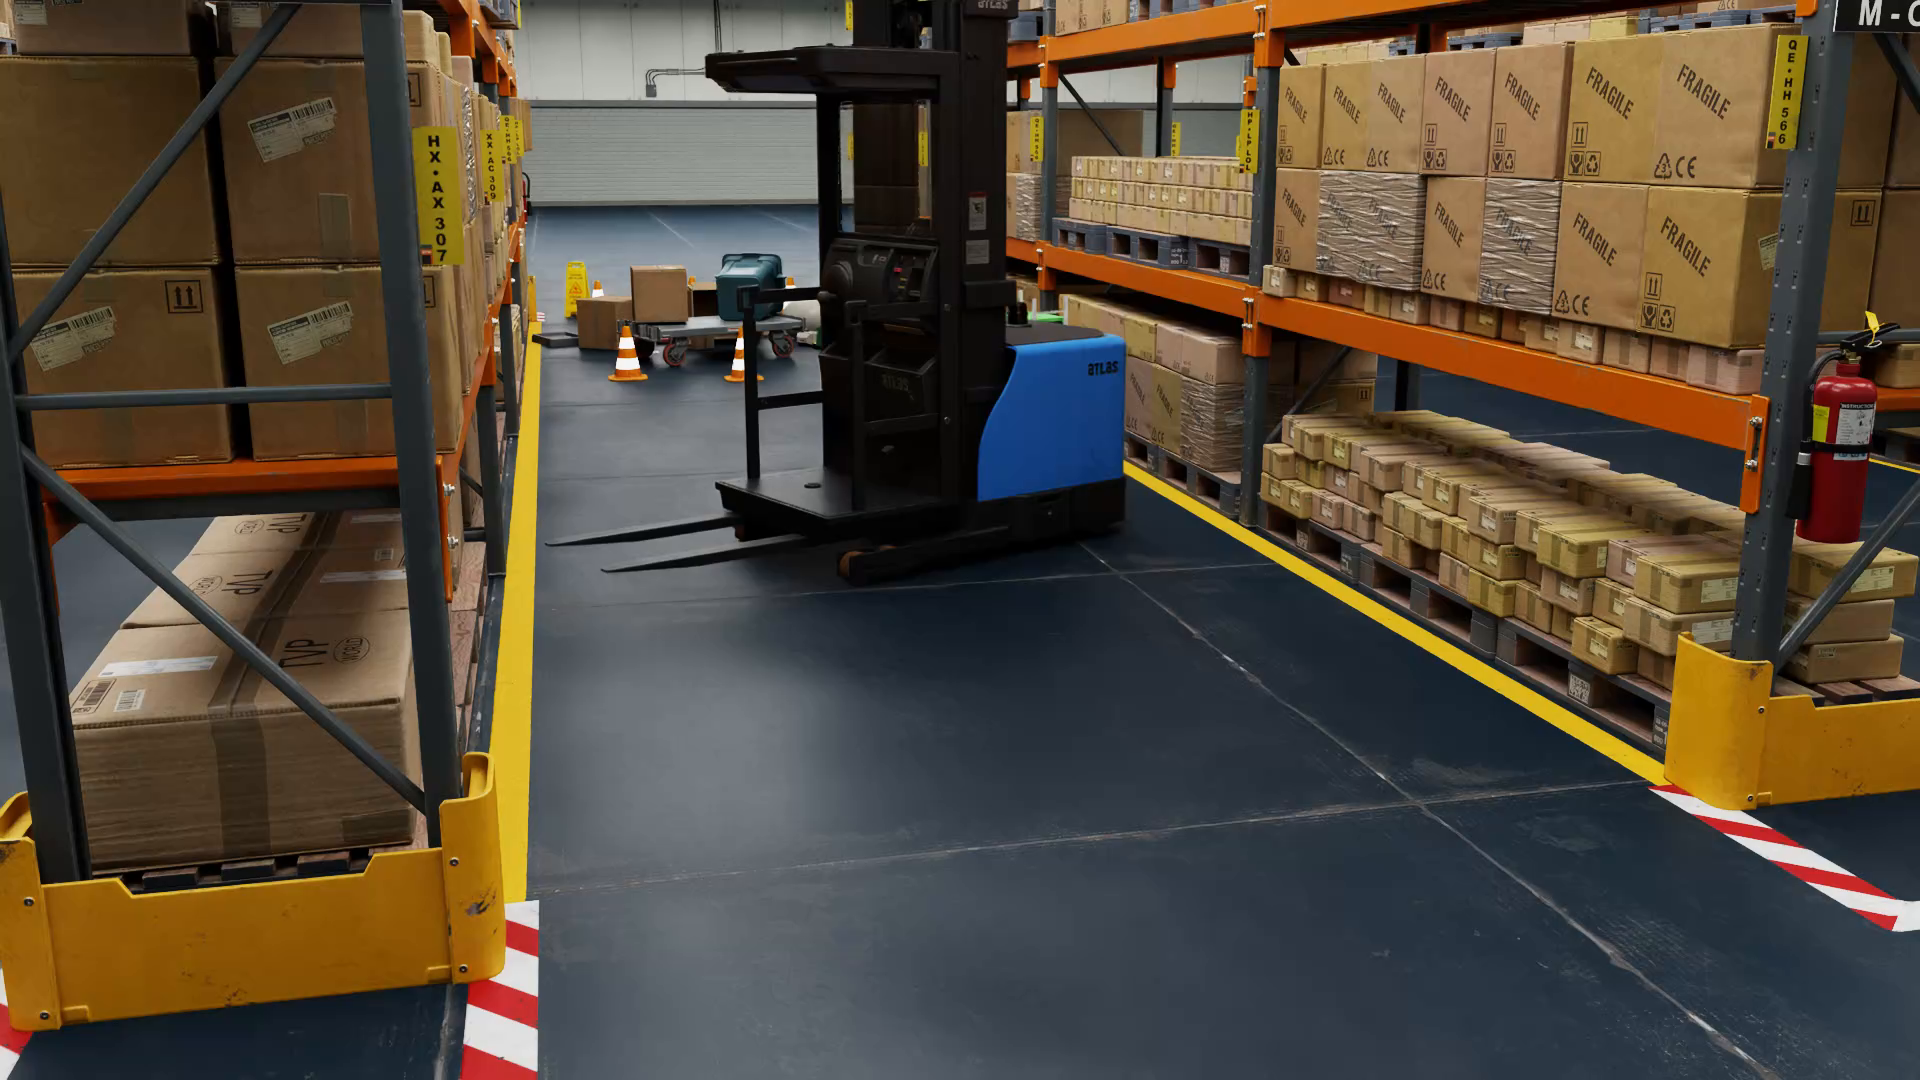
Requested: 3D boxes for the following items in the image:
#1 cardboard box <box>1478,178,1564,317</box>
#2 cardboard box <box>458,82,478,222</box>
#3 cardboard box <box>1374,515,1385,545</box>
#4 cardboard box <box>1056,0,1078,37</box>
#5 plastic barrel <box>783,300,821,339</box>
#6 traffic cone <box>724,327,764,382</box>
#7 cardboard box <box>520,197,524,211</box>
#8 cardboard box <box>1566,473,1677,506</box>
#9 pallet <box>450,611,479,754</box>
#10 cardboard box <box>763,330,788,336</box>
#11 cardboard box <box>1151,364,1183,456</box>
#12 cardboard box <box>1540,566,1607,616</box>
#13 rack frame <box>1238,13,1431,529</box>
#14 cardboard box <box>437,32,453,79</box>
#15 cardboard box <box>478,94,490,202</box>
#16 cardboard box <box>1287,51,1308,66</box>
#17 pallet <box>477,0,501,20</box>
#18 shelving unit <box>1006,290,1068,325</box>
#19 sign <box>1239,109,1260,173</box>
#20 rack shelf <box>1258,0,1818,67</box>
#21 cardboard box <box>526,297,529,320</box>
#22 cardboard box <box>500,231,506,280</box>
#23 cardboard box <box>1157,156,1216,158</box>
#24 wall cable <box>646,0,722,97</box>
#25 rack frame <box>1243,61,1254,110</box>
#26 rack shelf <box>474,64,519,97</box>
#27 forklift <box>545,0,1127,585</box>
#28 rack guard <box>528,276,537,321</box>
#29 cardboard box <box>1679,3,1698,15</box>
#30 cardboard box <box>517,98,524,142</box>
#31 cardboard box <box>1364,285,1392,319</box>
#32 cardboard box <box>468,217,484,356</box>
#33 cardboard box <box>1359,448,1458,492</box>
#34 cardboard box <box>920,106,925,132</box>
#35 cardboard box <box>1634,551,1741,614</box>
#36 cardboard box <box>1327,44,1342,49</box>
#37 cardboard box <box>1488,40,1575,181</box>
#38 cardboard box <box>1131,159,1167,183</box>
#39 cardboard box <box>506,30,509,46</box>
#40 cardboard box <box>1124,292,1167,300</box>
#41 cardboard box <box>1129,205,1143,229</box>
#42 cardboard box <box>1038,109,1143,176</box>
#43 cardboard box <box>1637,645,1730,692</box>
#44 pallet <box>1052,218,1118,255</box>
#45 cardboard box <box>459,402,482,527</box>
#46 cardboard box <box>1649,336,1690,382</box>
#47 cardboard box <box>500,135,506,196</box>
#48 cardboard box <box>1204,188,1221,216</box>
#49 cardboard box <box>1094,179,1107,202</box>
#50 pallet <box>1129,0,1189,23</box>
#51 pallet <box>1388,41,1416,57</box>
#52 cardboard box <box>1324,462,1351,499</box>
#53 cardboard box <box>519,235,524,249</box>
[{"bbox_3d":[2.395,-1.154,6.493,0.500,0.500,0.500,-3,14,-13],"label":"cardboard box"},{"bbox_3d":[-2.113,-1.466,6.290,0.500,0.500,0.500,-3,14,-12],"label":"cardboard box"},{"bbox_3d":[2.205,-0.044,7.910,0.380,0.149,0.250,-4,14,-16],"label":"cardboard box"},{"bbox_3d":[0.992,-3.841,11.797,0.500,0.500,0.500,-3,14,-13],"label":"cardboard box"},{"bbox_3d":[-1.581,-2.329,17.569,0.512,0.421,0.421,7,15,26],"label":"plastic barrel"},{"bbox_3d":[-1.919,-1.654,14.721,0.336,0.463,0.334,-3,14,-13],"label":"traffic cone"},{"bbox_3d":[-4.958,-3.661,18.122,0.380,0.149,0.250,-3,14,-12],"label":"cardboard box"},{"bbox_3d":[2.874,-0.187,7.239,0.380,0.149,0.250,-3,14,-12],"label":"cardboard box"},{"bbox_3d":[-2.340,0.557,6.204,1.003,0.211,1.213,-3,14,-13],"label":"pallet"},{"bbox_3d":[-2.017,-2.370,18.069,0.396,0.266,0.258,-1,14,-3],"label":"cardboard box"},{"bbox_3d":[1.517,-0.824,10.360,0.500,0.500,0.500,-4,14,-15],"label":"cardboard box"},{"bbox_3d":[2.470,0.175,6.387,0.380,0.149,0.250,-4,14,-15],"label":"cardboard box"},{"bbox_3d":[2.056,-1.559,8.987,1.000,3.000,0.127,-3,14,-13],"label":"rack frame"},{"bbox_3d":[-1.930,-1.644,5.651,0.380,0.149,0.250,-4,14,-15],"label":"cardboard box"},{"bbox_3d":[-2.556,-1.911,8.113,0.500,0.500,0.500,-3,14,-13],"label":"cardboard box"},{"bbox_3d":[4.184,-5.606,19.548,0.500,0.250,0.500,-3,14,-13],"label":"cardboard box"},{"bbox_3d":[-3.203,-3.144,9.555,1.003,0.211,1.213,-3,14,-11],"label":"pallet"},{"bbox_3d":[0.397,-0.865,9.939,0.258,1.200,0.503,-8,16,-30],"label":"shelving unit"},{"bbox_3d":[1.517,-2.090,8.720,0.100,0.325,0.005,-3,14,-13],"label":"sign"},{"bbox_3d":[2.525,-2.205,6.828,1.077,0.370,4.000,-3,14,-13],"label":"rack shelf"},{"bbox_3d":[-4.857,-2.484,17.685,0.500,0.250,0.500,-4,14,-15],"label":"cardboard box"},{"bbox_3d":[-2.915,-1.657,9.706,0.500,0.250,0.500,-4,14,-14],"label":"cardboard box"},{"bbox_3d":[1.677,-2.765,12.316,0.380,0.149,0.250,-4,14,-15],"label":"cardboard box"},{"bbox_3d":[-8.308,-16.306,49.541,2.305,6.003,0.169,-3,14,-13],"label":"wall cable"},{"bbox_3d":[4.082,-4.580,21.355,1.000,3.000,0.127,-3,14,-13],"label":"rack frame"},{"bbox_3d":[-5.081,-4.674,16.935,1.077,0.370,4.000,-3,14,-13],"label":"rack shelf"},{"bbox_3d":[-0.576,-1.347,8.265,3.031,2.935,1.130,-10,17,-36],"label":"forklift"},{"bbox_3d":[-5.533,-2.796,19.319,1.175,0.500,0.348,-3,14,-13],"label":"rack guard"},{"bbox_3d":[6.101,-4.606,13.876,0.500,0.500,0.500,-3,14,-13],"label":"cardboard box"},{"bbox_3d":[-4.602,-4.017,16.103,0.700,0.500,0.500,-3,14,-13],"label":"cardboard box"},{"bbox_3d":[2.104,-1.114,7.697,0.380,0.149,0.250,-3,14,-12],"label":"cardboard box"},{"bbox_3d":[-2.116,-0.982,6.415,0.500,0.500,0.500,-3,14,-14],"label":"cardboard box"},{"bbox_3d":[2.113,-0.331,7.832,0.380,0.149,0.250,-3,14,-12],"label":"cardboard box"},{"bbox_3d":[-0.119,-4.209,17.245,0.875,0.550,0.550,-3,14,-13],"label":"cardboard box"},{"bbox_3d":[2.624,0.148,5.870,0.380,0.149,0.250,-3,14,-13],"label":"cardboard box"},{"bbox_3d":[4.350,-5.598,18.677,0.380,0.149,0.250,-3,14,-11],"label":"cardboard box"},{"bbox_3d":[2.396,-1.643,6.387,0.500,0.500,0.500,-3,14,-10],"label":"cardboard box"},{"bbox_3d":[1.347,-2.432,10.953,0.380,0.149,0.250,-3,14,-11],"label":"cardboard box"},{"bbox_3d":[-4.578,-4.869,15.906,0.500,0.250,0.500,-3,14,-14],"label":"cardboard box"},{"bbox_3d":[1.532,-1.692,12.336,0.500,0.250,0.500,-4,14,-15],"label":"cardboard box"},{"bbox_3d":[1.338,-2.143,11.024,0.380,0.149,0.250,-3,14,-12],"label":"cardboard box"},{"bbox_3d":[1.020,-3.120,13.060,0.700,0.500,0.500,-3,14,-13],"label":"cardboard box"},{"bbox_3d":[2.669,0.435,5.948,0.380,0.149,0.250,-3,14,-12],"label":"cardboard box"},{"bbox_3d":[1.387,-2.230,12.139,1.213,0.211,1.003,-3,14,-13],"label":"pallet"},{"bbox_3d":[-2.956,-0.570,8.532,0.875,0.875,0.875,-3,14,-11],"label":"cardboard box"},{"bbox_3d":[2.622,-0.633,5.727,0.380,0.149,0.250,-3,14,-13],"label":"cardboard box"},{"bbox_3d":[-3.682,-2.816,12.411,0.500,0.500,0.500,-3,14,-10],"label":"cardboard box"},{"bbox_3d":[1.652,-1.984,9.746,0.380,0.149,0.250,-3,14,-11],"label":"cardboard box"},{"bbox_3d":[1.166,-2.462,11.700,0.380,0.149,0.250,-4,14,-15],"label":"cardboard box"},{"bbox_3d":[1.768,-3.312,10.240,1.213,0.211,1.003,-3,14,-13],"label":"pallet"},{"bbox_3d":[5.063,-4.875,16.637,1.213,0.211,1.003,-3,14,-13],"label":"pallet"},{"bbox_3d":[2.069,-0.313,8.385,0.380,0.149,0.250,-3,14,-14],"label":"cardboard box"},{"bbox_3d":[-4.647,-3.017,16.916,0.380,0.149,0.250,-2,14,-10],"label":"cardboard box"}]
